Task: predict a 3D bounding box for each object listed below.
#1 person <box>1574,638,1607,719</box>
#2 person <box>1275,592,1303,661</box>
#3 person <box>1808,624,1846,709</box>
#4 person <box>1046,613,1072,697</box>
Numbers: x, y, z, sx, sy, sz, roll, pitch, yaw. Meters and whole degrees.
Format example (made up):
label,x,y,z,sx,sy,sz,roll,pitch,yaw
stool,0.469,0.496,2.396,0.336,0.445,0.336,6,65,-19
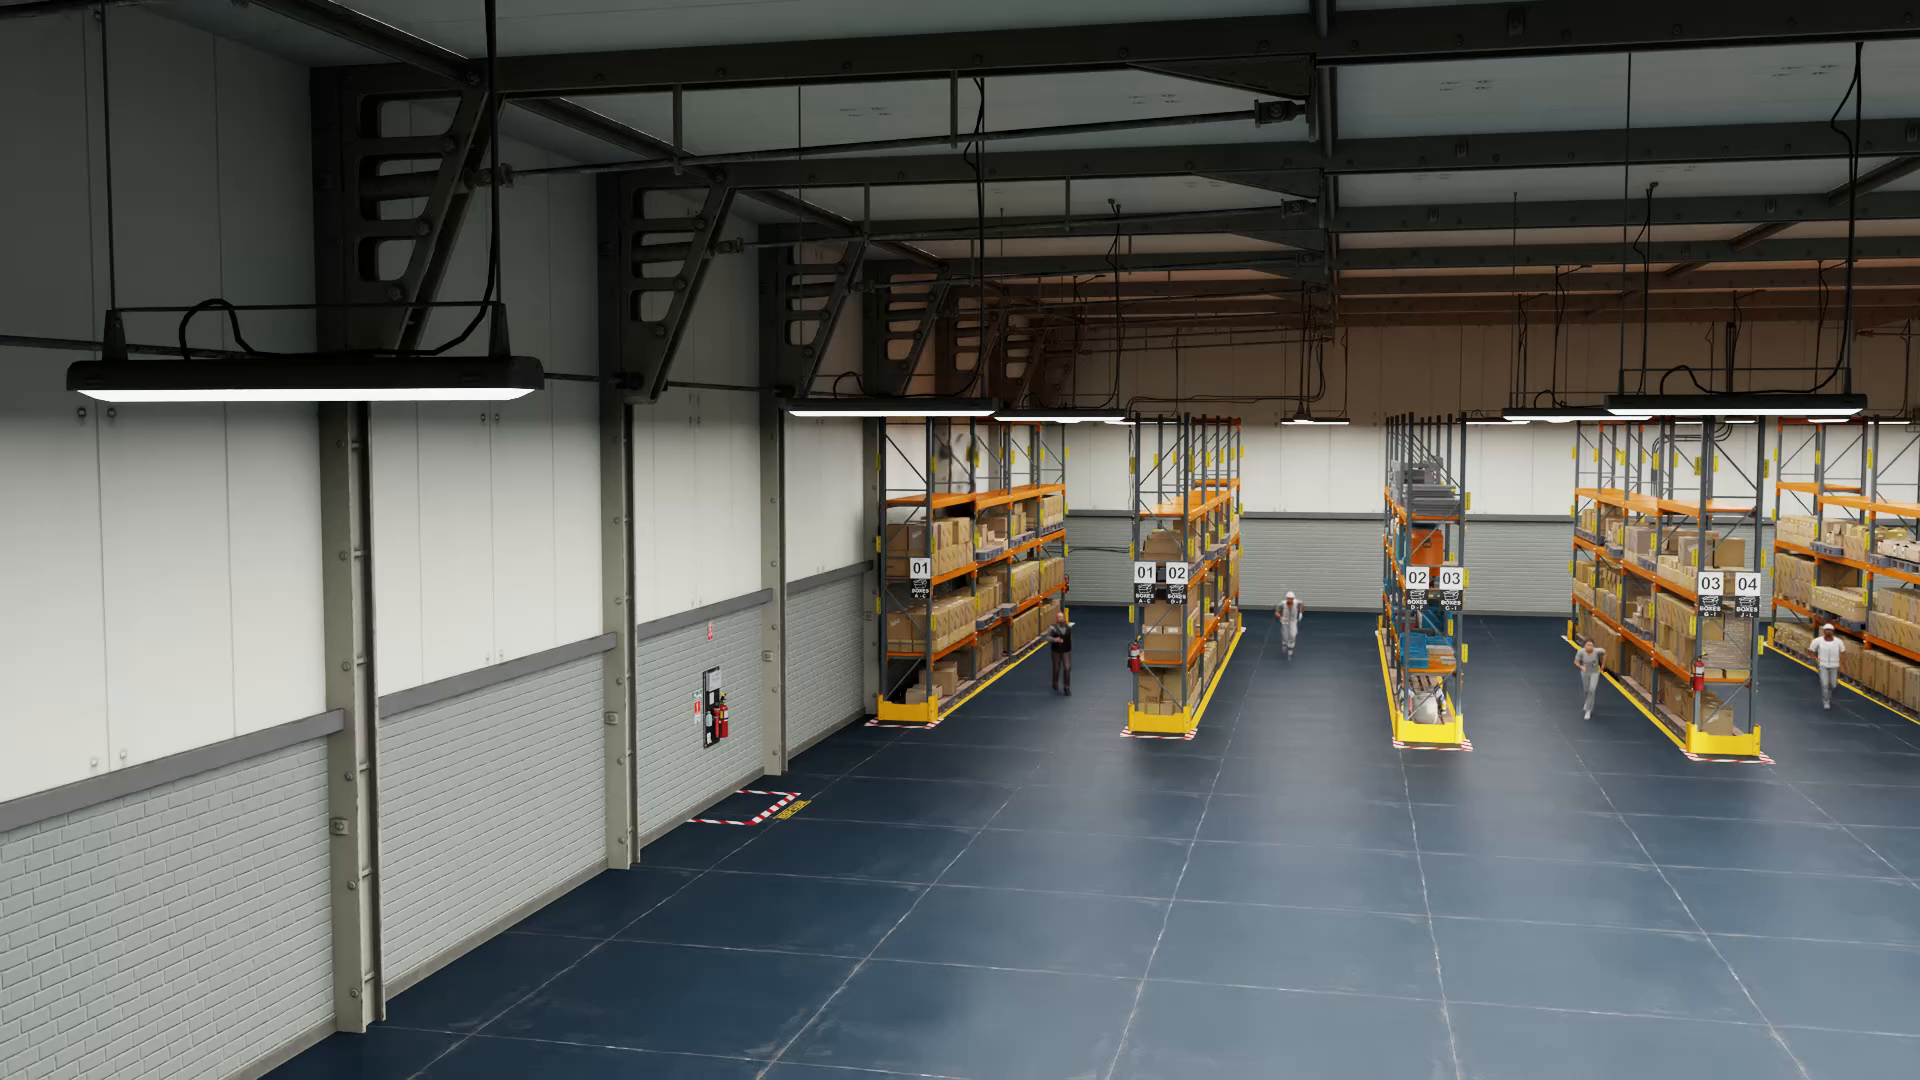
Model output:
label,x,y,z,sx,sy,sz,roll,pitch,yaw
person,12.538,2.715,33.081,0.606,1.626,0.960,1,4,21
person,8.132,2.111,41.195,0.704,1.731,1.057,0,4,1
person,17.740,2.568,34.028,0.702,1.726,0.598,1,4,18
person,2.143,2.440,35.723,0.644,1.772,0.805,-1,4,-9
